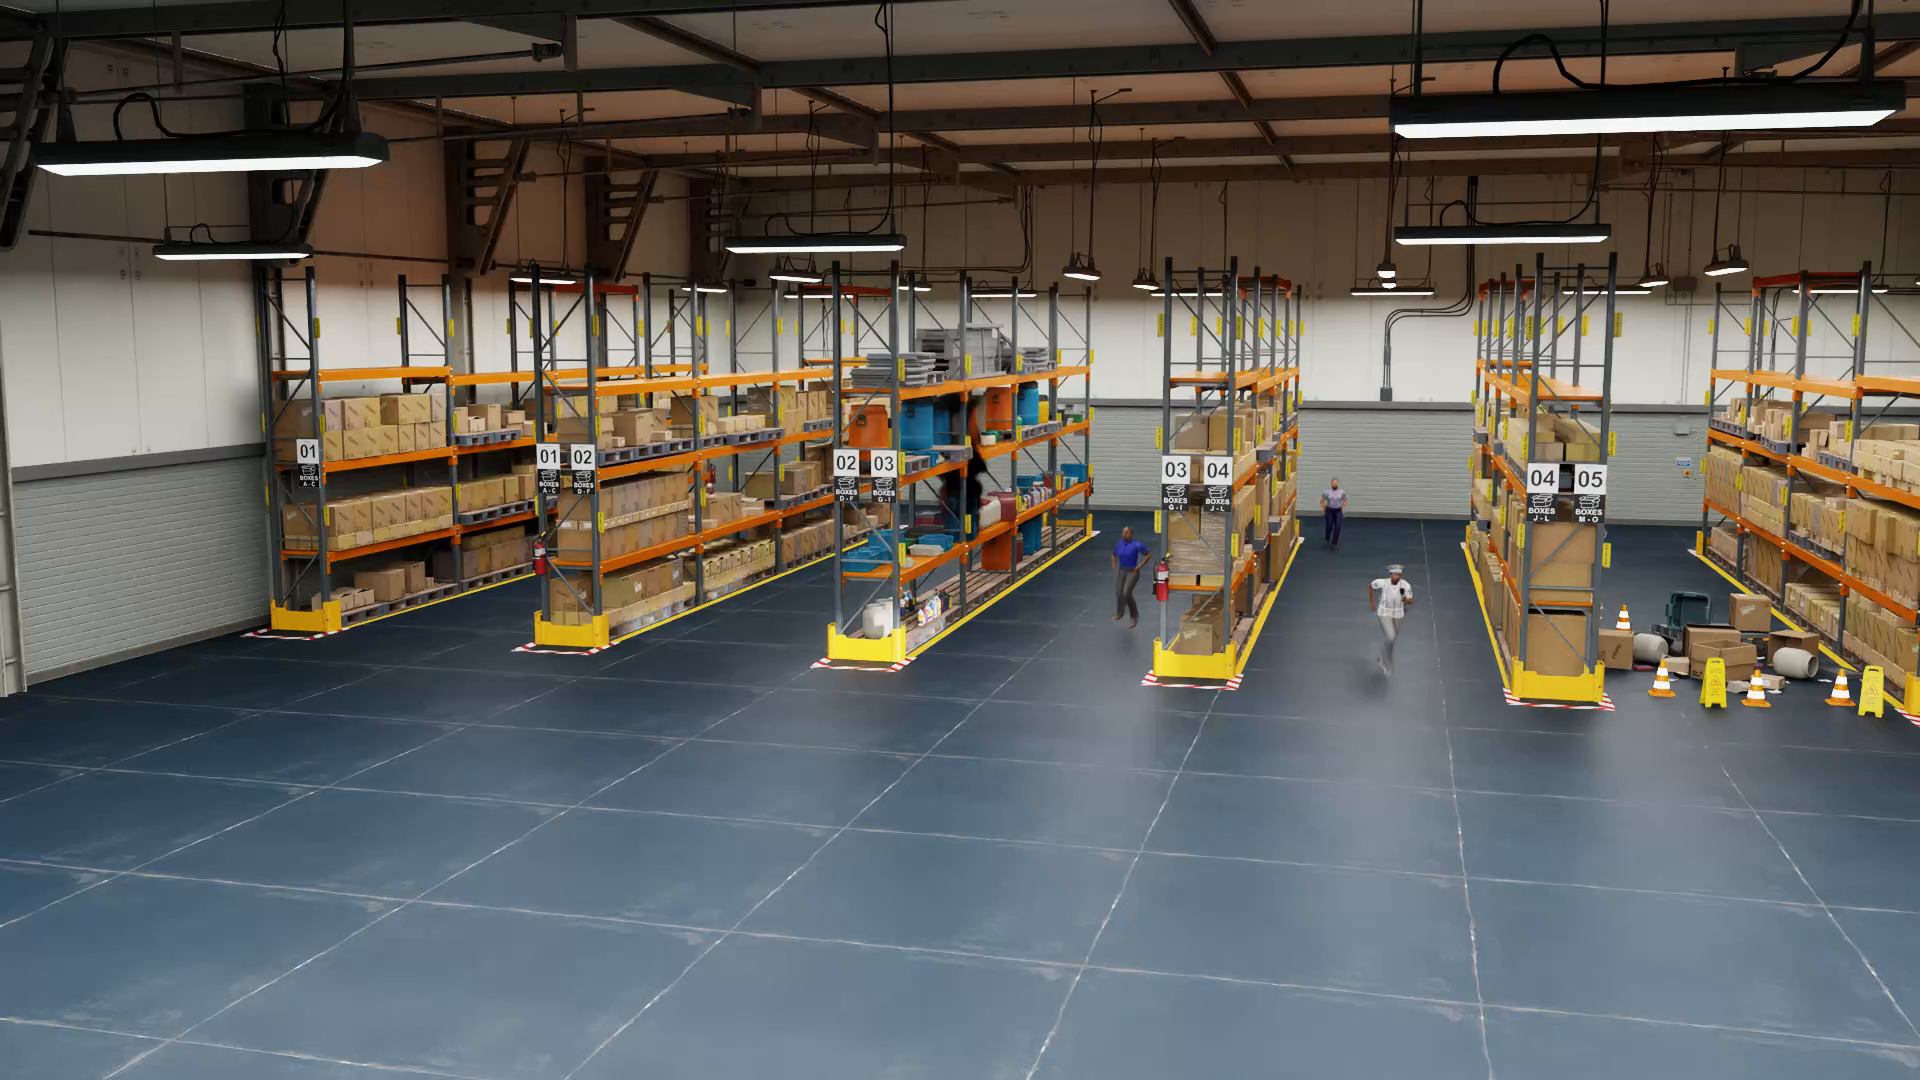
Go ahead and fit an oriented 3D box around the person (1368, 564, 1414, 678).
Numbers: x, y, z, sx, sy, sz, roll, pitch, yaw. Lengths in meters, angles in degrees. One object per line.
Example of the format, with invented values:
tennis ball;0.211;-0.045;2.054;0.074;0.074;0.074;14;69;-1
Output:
person;6.232;1.138;24.119;0.569;1.665;0.905;-1;7;-6

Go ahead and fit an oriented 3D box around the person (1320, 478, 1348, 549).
person;8.569;-0.606;38.113;0.616;1.601;0.599;1;7;6

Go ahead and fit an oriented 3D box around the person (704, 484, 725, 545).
person;-5.457;-0.441;36.692;0.592;1.640;0.762;1;7;11

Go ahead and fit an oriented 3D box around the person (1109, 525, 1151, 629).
person;2.679;0.574;26.612;0.750;1.645;0.650;5;9;34
